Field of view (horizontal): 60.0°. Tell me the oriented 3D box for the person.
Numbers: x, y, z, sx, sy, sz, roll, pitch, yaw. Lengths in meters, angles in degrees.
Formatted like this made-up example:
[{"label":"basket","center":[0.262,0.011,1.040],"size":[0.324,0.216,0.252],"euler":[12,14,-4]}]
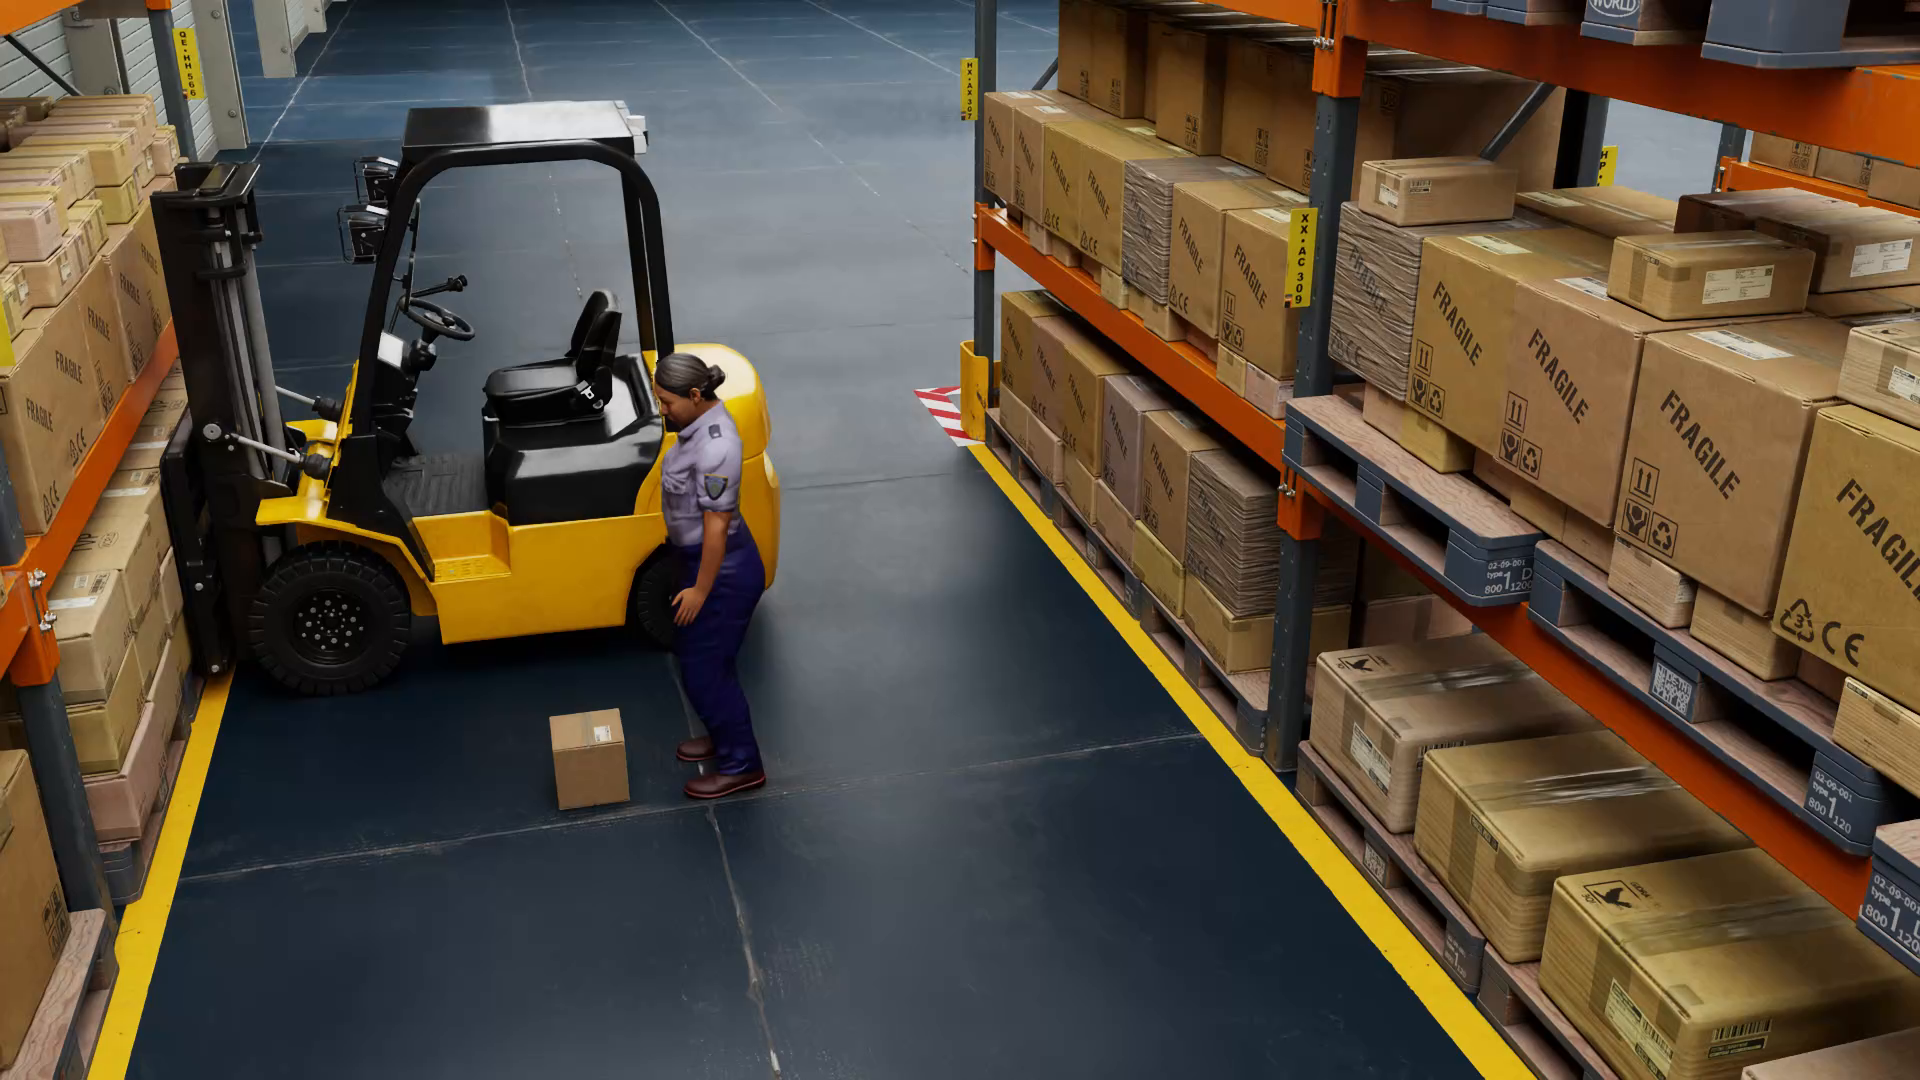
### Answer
[{"label":"person","center":[-0.865,0.122,5.864],"size":[0.346,1.631,0.483],"euler":[-6,24,-13]}]
